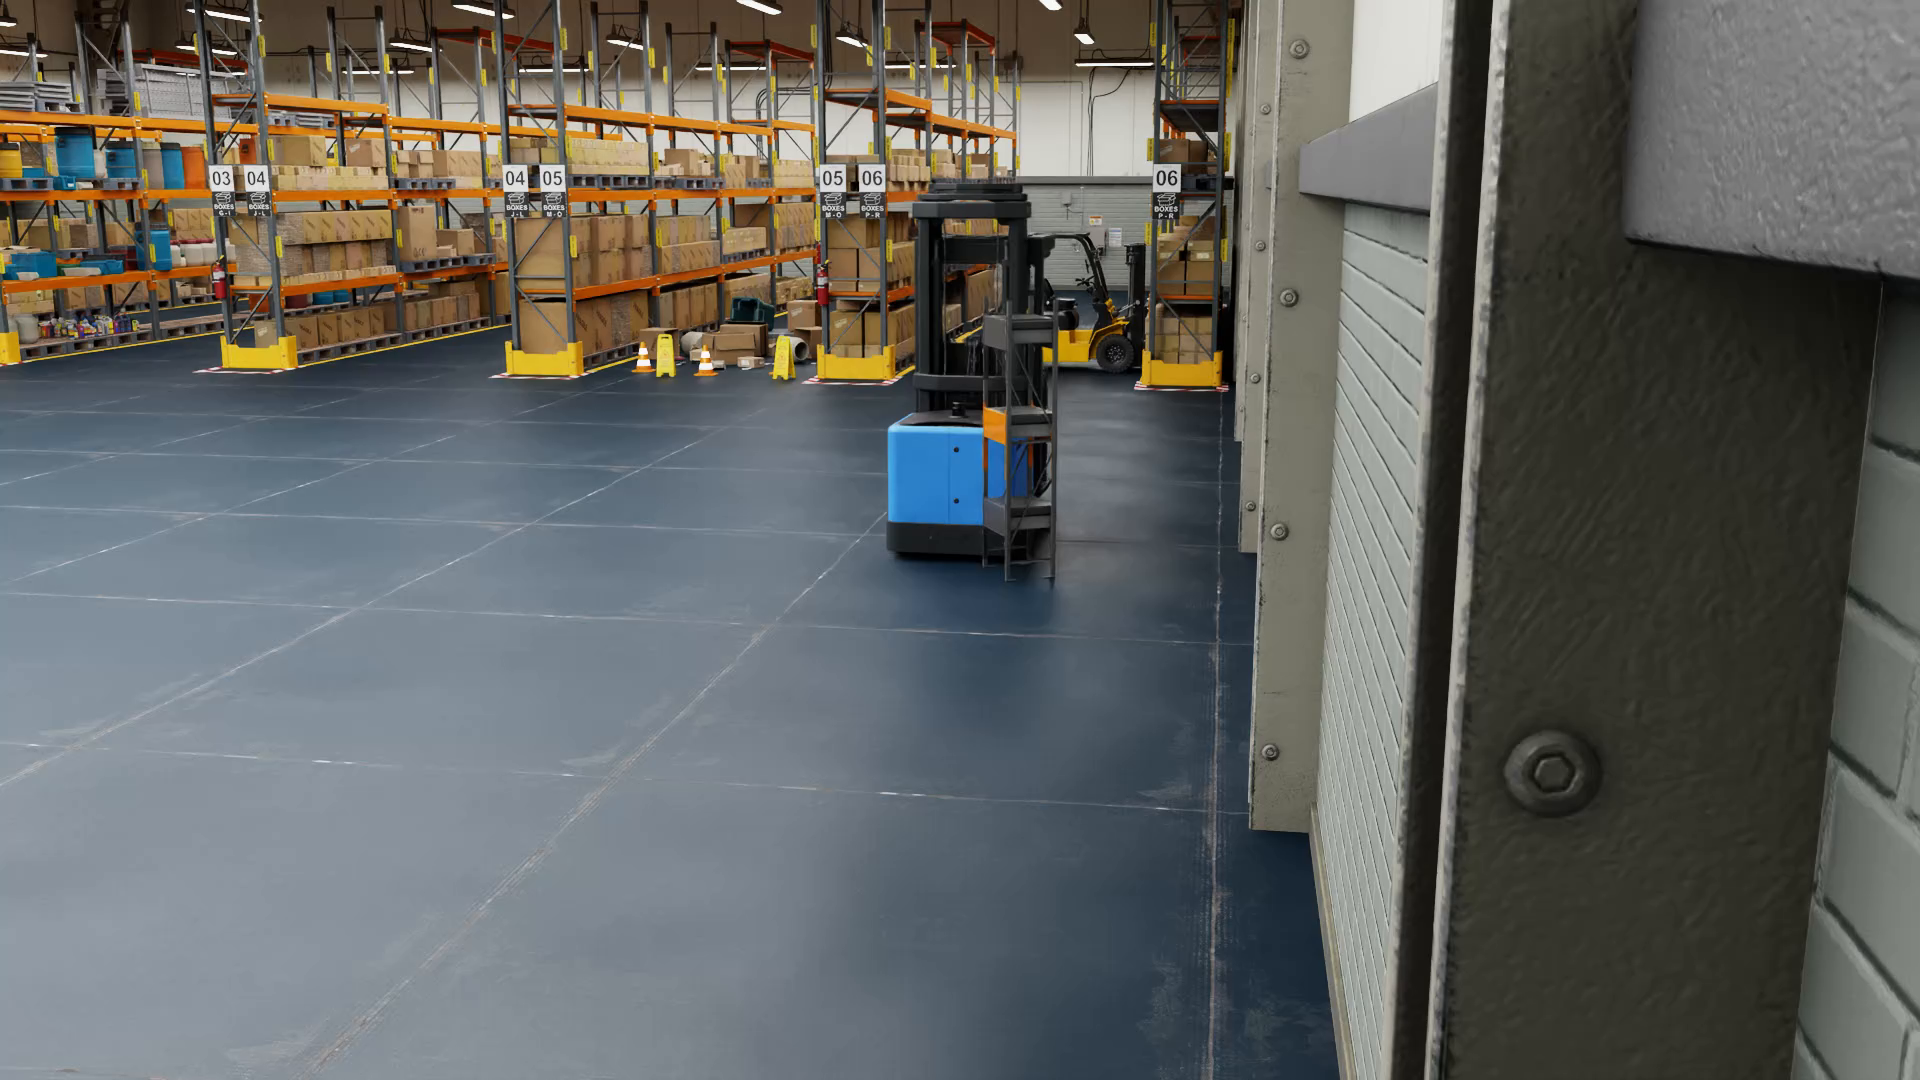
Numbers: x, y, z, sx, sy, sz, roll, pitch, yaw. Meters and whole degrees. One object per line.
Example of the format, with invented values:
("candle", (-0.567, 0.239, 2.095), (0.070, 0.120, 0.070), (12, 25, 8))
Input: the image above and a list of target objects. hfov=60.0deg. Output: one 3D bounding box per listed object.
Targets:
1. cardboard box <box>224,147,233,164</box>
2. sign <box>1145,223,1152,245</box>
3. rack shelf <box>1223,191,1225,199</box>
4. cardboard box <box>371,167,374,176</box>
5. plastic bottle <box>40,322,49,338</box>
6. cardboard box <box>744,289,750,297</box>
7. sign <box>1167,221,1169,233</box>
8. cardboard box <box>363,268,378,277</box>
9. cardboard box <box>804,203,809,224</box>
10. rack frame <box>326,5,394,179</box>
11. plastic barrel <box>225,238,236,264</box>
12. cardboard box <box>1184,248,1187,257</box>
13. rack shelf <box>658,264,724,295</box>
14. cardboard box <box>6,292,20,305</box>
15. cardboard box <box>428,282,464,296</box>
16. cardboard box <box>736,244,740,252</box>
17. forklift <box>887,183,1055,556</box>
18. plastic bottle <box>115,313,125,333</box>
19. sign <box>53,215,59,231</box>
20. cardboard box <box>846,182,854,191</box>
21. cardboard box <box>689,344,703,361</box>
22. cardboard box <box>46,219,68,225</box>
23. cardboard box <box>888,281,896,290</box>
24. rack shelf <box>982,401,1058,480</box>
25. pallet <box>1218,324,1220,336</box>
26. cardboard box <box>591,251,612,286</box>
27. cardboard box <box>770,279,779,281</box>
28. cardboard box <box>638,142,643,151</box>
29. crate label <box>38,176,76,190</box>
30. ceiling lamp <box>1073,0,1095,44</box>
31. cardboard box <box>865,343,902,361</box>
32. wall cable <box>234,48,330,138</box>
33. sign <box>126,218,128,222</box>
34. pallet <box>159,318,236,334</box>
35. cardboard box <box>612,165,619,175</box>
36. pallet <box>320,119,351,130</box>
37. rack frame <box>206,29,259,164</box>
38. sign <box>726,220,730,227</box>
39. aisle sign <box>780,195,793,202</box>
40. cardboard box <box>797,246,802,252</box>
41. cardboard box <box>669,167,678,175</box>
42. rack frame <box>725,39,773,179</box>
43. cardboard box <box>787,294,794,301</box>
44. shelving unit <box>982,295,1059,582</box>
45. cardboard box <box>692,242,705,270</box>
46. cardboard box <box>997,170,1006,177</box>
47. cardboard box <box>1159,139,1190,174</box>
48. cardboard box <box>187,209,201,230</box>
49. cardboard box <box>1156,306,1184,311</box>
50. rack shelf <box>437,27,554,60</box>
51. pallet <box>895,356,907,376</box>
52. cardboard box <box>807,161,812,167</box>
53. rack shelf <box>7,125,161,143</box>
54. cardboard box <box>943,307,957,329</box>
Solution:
("cardboard box", (-18.947, -9.716, 42.226), (0.700, 0.500, 0.500), (2, 12, 9))
("sign", (2.767, -4.490, 24.395), (0.100, 0.325, 0.005), (2, 12, 9))
("rack shelf", (4.839, -6.984, 33.866), (1.077, 0.370, 4.000), (2, 12, 9))
("cardboard box", (-10.677, -6.559, 29.599), (0.380, 0.149, 0.250), (2, 12, 9))
("plastic bottle", (-16.375, -3.761, 29.744), (0.152, 0.276, 0.135), (2, 12, 9))
("cardboard box", (-4.771, -5.086, 35.410), (0.500, 0.500, 0.500), (2, 12, 7))
("sign", (3.994, -5.995, 32.133), (0.100, 0.325, 0.005), (2, 12, 9))
("cardboard box", (-10.597, -4.766, 29.587), (0.380, 0.149, 0.250), (2, 12, 9))
("cardboard box", (-3.952, -7.892, 40.175), (0.500, 0.500, 0.500), (1, 12, 7))
("rack frame", (-10.781, -8.034, 29.911), (1.000, 3.000, 0.127), (2, 12, 9))
("plastic barrel", (-15.007, -5.928, 34.114), (0.421, 0.512, 0.421), (0, 12, 0))
("cardboard box", (3.378, -4.551, 26.215), (0.380, 0.149, 0.250), (2, 12, 8))
("rack shelf", (-5.588, -4.984, 31.707), (1.077, 0.370, 4.000), (2, 12, 9))
("cardboard box", (-19.945, -5.060, 34.553), (0.500, 0.311, 0.500), (2, 12, 8))
("cardboard box", (-10.311, -5.042, 33.379), (0.500, 0.250, 0.500), (3, 13, 15))
("cardboard box", (-4.851, -6.145, 34.986), (0.380, 0.149, 0.250), (2, 12, 11))
("forklift", (0.211, -1.566, 14.301), (1.130, 2.935, 3.031), (2, 12, 11))
("plastic bottle", (-15.519, -3.998, 30.670), (0.144, 0.351, 0.185), (1, 12, 6))
("sign", (-19.405, -6.804, 35.697), (0.100, 0.325, 0.005), (2, 12, 9))
("cardboard box", (-1.825, -5.374, 25.287), (0.380, 0.149, 0.250), (2, 12, 9))
("cardboard box", (-4.340, -3.165, 28.051), (0.396, 0.266, 0.258), (4, 13, 18))
("cardboard box", (-23.788, -7.969, 43.138), (0.980, 0.700, 0.700), (2, 12, 8))
("cardboard box", (-1.201, -3.994, 26.003), (0.380, 0.149, 0.250), (1, 12, 7))
("rack shelf", (0.451, -0.761, 12.606), (0.431, 0.518, 0.480), (-4, 13, -19))
("pallet", (4.684, -4.244, 33.183), (1.003, 0.211, 1.213), (2, 12, 9))
("cardboard box", (-6.225, -4.466, 27.242), (0.875, 0.550, 0.550), (2, 12, 9))
("cardboard box", (-4.563, -6.200, 40.002), (0.380, 0.149, 0.250), (2, 12, 11))
("cardboard box", (-5.676, -6.768, 28.626), (0.380, 0.149, 0.250), (2, 12, 8))
("crate label", (-15.676, -6.201, 28.882), (0.502, 0.251, 0.408), (2, 12, 9))
("ceiling lamp", (2.846, -11.968, 34.312), (0.800, 3.185, 2.000), (2, 12, 9))
("cardboard box", (-1.207, -2.967, 26.172), (0.500, 0.250, 0.500), (2, 12, 8))
("wall cable", (-19.722, -13.042, 48.534), (3.097, 2.526, 0.112), (2, 12, 9))
("sign", (-19.876, -7.527, 39.746), (0.100, 0.325, 0.005), (2, 12, 9))
("pallet", (-15.407, -4.318, 33.528), (1.003, 0.211, 1.213), (2, 12, 9))
("cardboard box", (-5.869, -6.113, 27.481), (0.380, 0.149, 0.250), (2, 12, 8))
("pallet", (-14.541, -9.398, 37.641), (1.003, 0.211, 1.213), (2, 12, 9))
("rack frame", (-15.060, -9.027, 34.519), (1.000, 3.000, 0.127), (2, 12, 9))
("sign", (-5.202, -7.024, 37.410), (0.100, 0.325, 0.005), (2, 12, 9))
("aisle sign", (-4.335, -8.713, 41.133), (0.394, 0.787, 0.004), (2, 12, 9))
("cardboard box", (-4.006, -7.006, 39.981), (0.380, 0.149, 0.250), (1, 12, 6))
("cardboard box", (-5.423, -6.800, 30.670), (0.380, 0.149, 0.250), (2, 12, 9))
("rack frame", (-4.665, -9.517, 36.795), (1.000, 3.000, 0.127), (2, 12, 9))
("cardboard box", (-4.132, -5.733, 39.246), (0.380, 0.149, 0.250), (2, 12, 7))
("shelving unit", (0.451, -0.775, 12.603), (0.431, 2.100, 0.503), (-4, 13, -19))
("cardboard box", (-5.239, -5.491, 32.113), (0.500, 0.500, 0.500), (2, 12, 8))
("cardboard box", (0.891, -8.689, 39.435), (0.380, 0.149, 0.250), (1, 12, 4))
("cardboard box", (3.129, -5.657, 24.530), (0.500, 0.500, 0.500), (2, 12, 11))
("cardboard box", (-18.909, -7.822, 40.559), (0.500, 0.500, 0.500), (1, 12, 7))
("cardboard box", (3.378, -3.669, 27.056), (0.500, 0.250, 0.500), (2, 12, 11))
("rack shelf", (-9.858, -10.556, 35.432), (1.077, 0.370, 4.000), (2, 12, 9))
("pallet", (-1.432, -2.768, 26.336), (1.003, 0.211, 1.213), (2, 12, 9))
("cardboard box", (-3.811, -9.171, 40.531), (0.380, 0.149, 0.250), (2, 12, 8))
("rack shelf", (-19.646, -9.057, 37.317), (1.077, 0.370, 4.000), (2, 12, 9))
("cardboard box", (-0.576, -4.262, 31.891), (0.950, 0.372, 0.625), (2, 12, 8))
